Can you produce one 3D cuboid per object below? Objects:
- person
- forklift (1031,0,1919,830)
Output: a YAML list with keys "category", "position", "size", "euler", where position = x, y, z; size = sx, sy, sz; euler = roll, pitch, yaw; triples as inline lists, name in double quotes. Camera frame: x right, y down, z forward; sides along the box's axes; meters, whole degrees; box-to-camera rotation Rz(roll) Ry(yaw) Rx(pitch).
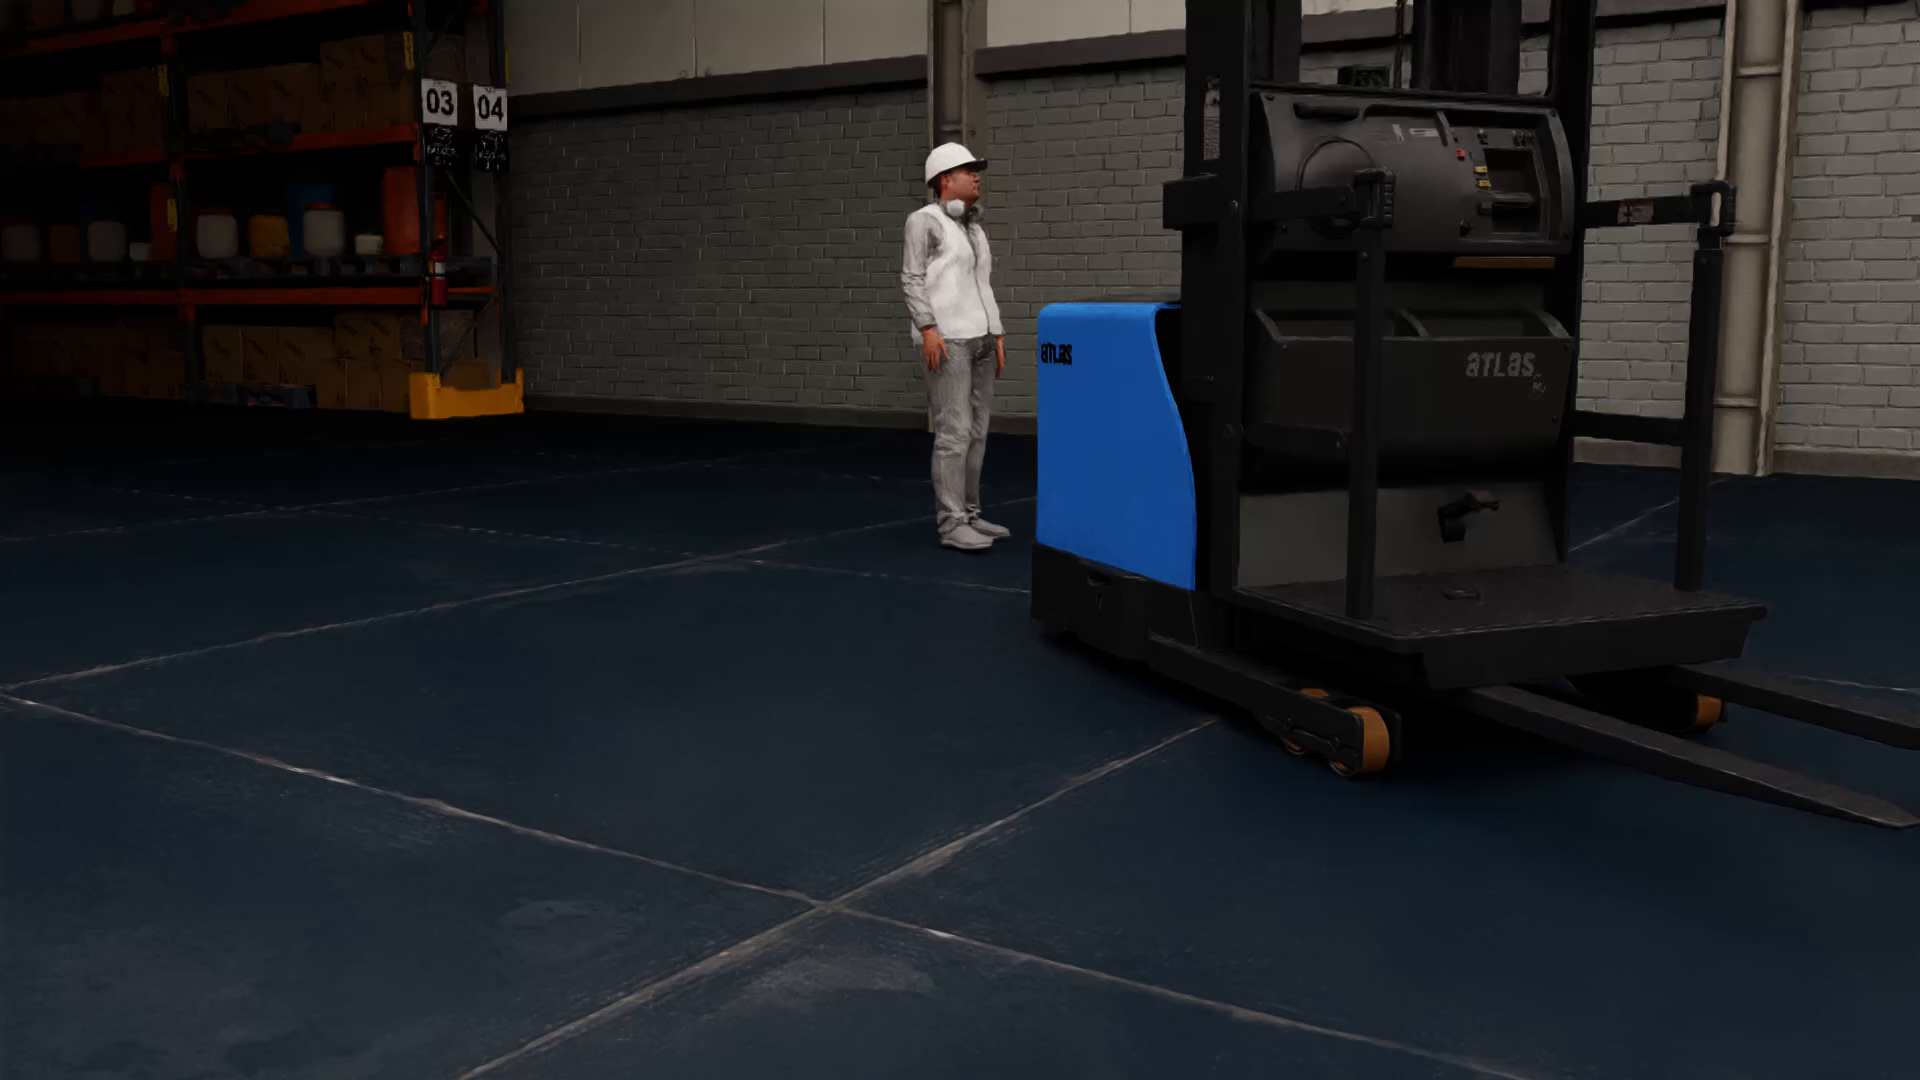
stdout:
- category: "person"
  position: [0.047, -0.880, 7.437]
  size: [0.567, 1.773, 0.632]
  euler: [5, 10, 34]
- category: "forklift"
  position: [1.261, -0.976, 4.059]
  size: [1.130, 2.935, 3.031]
  euler: [-3, 9, -22]
